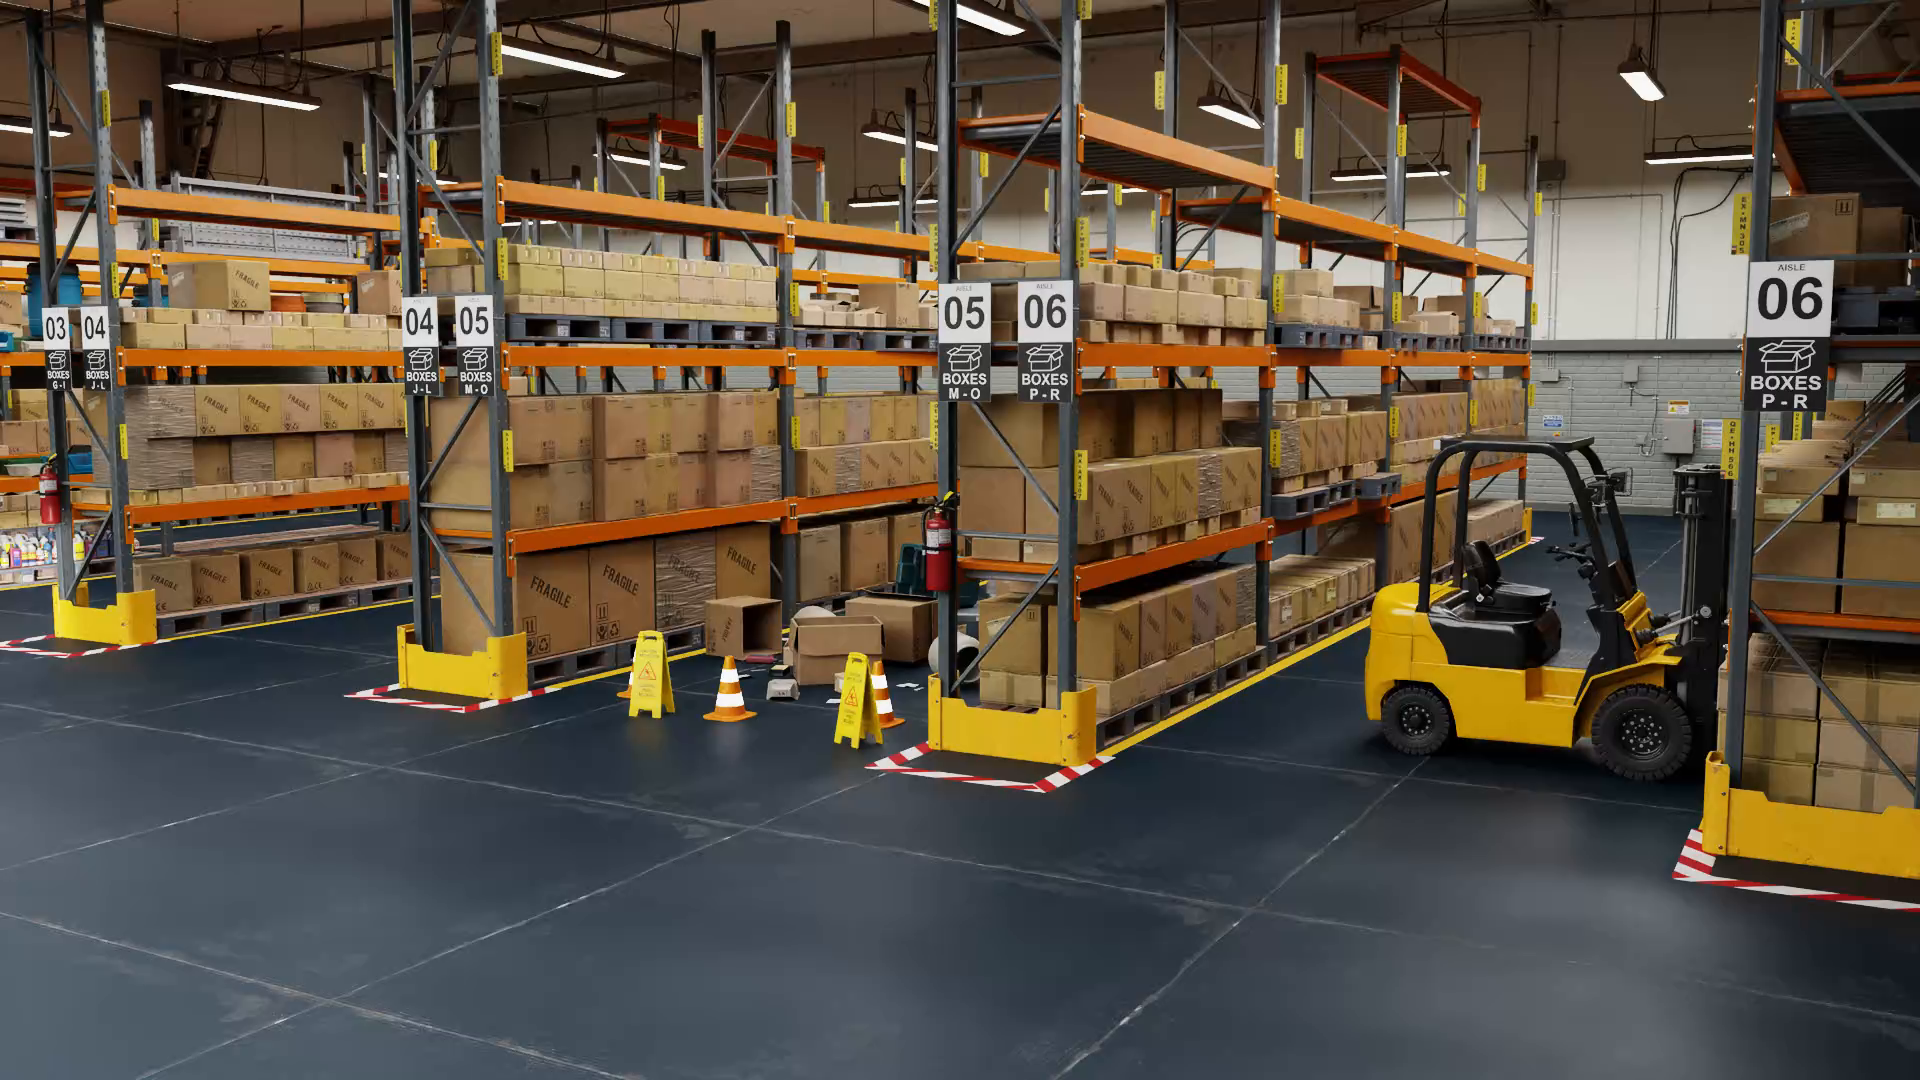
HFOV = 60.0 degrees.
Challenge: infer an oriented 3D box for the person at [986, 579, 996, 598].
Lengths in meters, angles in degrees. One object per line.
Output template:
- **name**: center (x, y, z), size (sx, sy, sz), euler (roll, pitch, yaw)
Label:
- **person**: center (0.469, -0.151, 18.774), size (0.514, 1.671, 0.362), euler (3, 7, 24)
